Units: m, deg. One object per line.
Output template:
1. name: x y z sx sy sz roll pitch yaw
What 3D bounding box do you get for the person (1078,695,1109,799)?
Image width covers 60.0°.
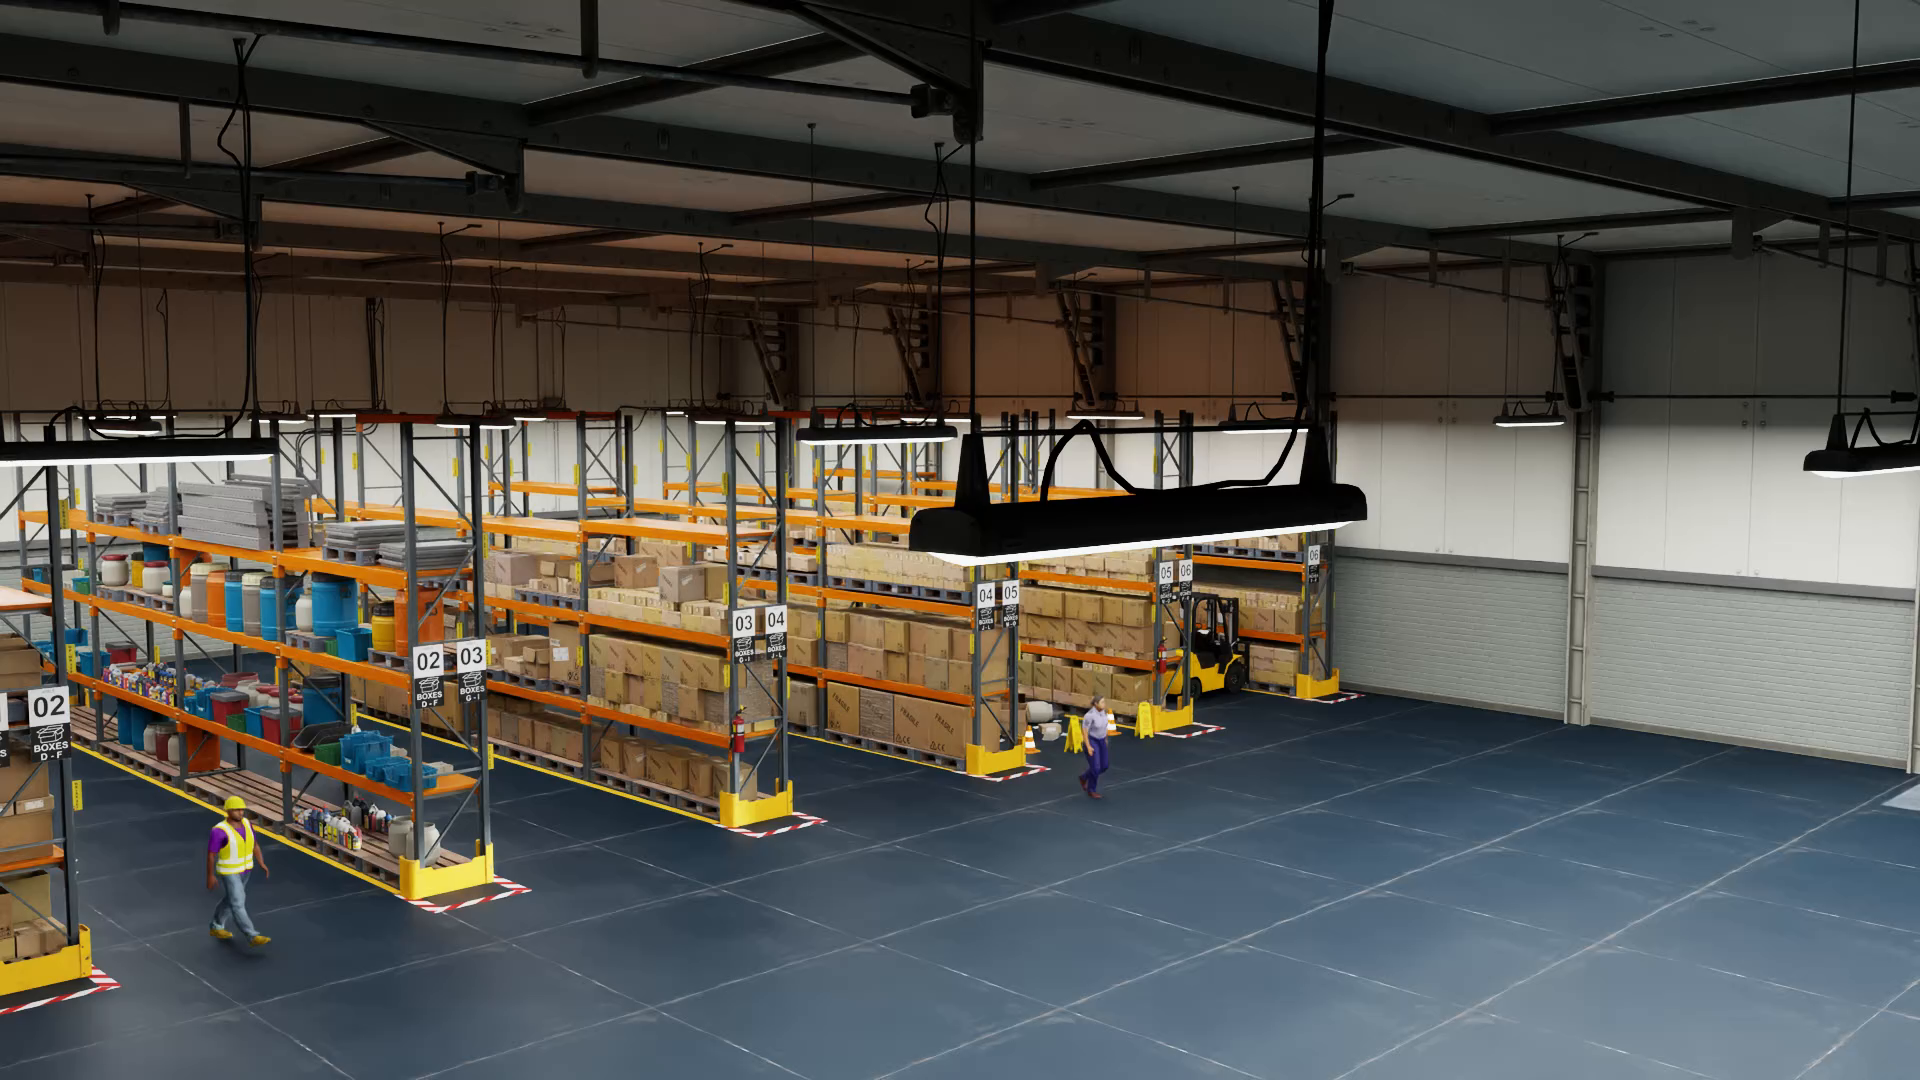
1. person: 2.086 3.244 26.355 0.532 1.631 0.568 4 6 39

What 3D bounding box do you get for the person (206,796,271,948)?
1. person: -8.256 3.789 19.114 1.082 1.699 0.590 1 5 16

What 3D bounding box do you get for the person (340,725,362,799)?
1. person: -9.667 3.222 26.352 0.676 1.698 0.514 2 5 25
